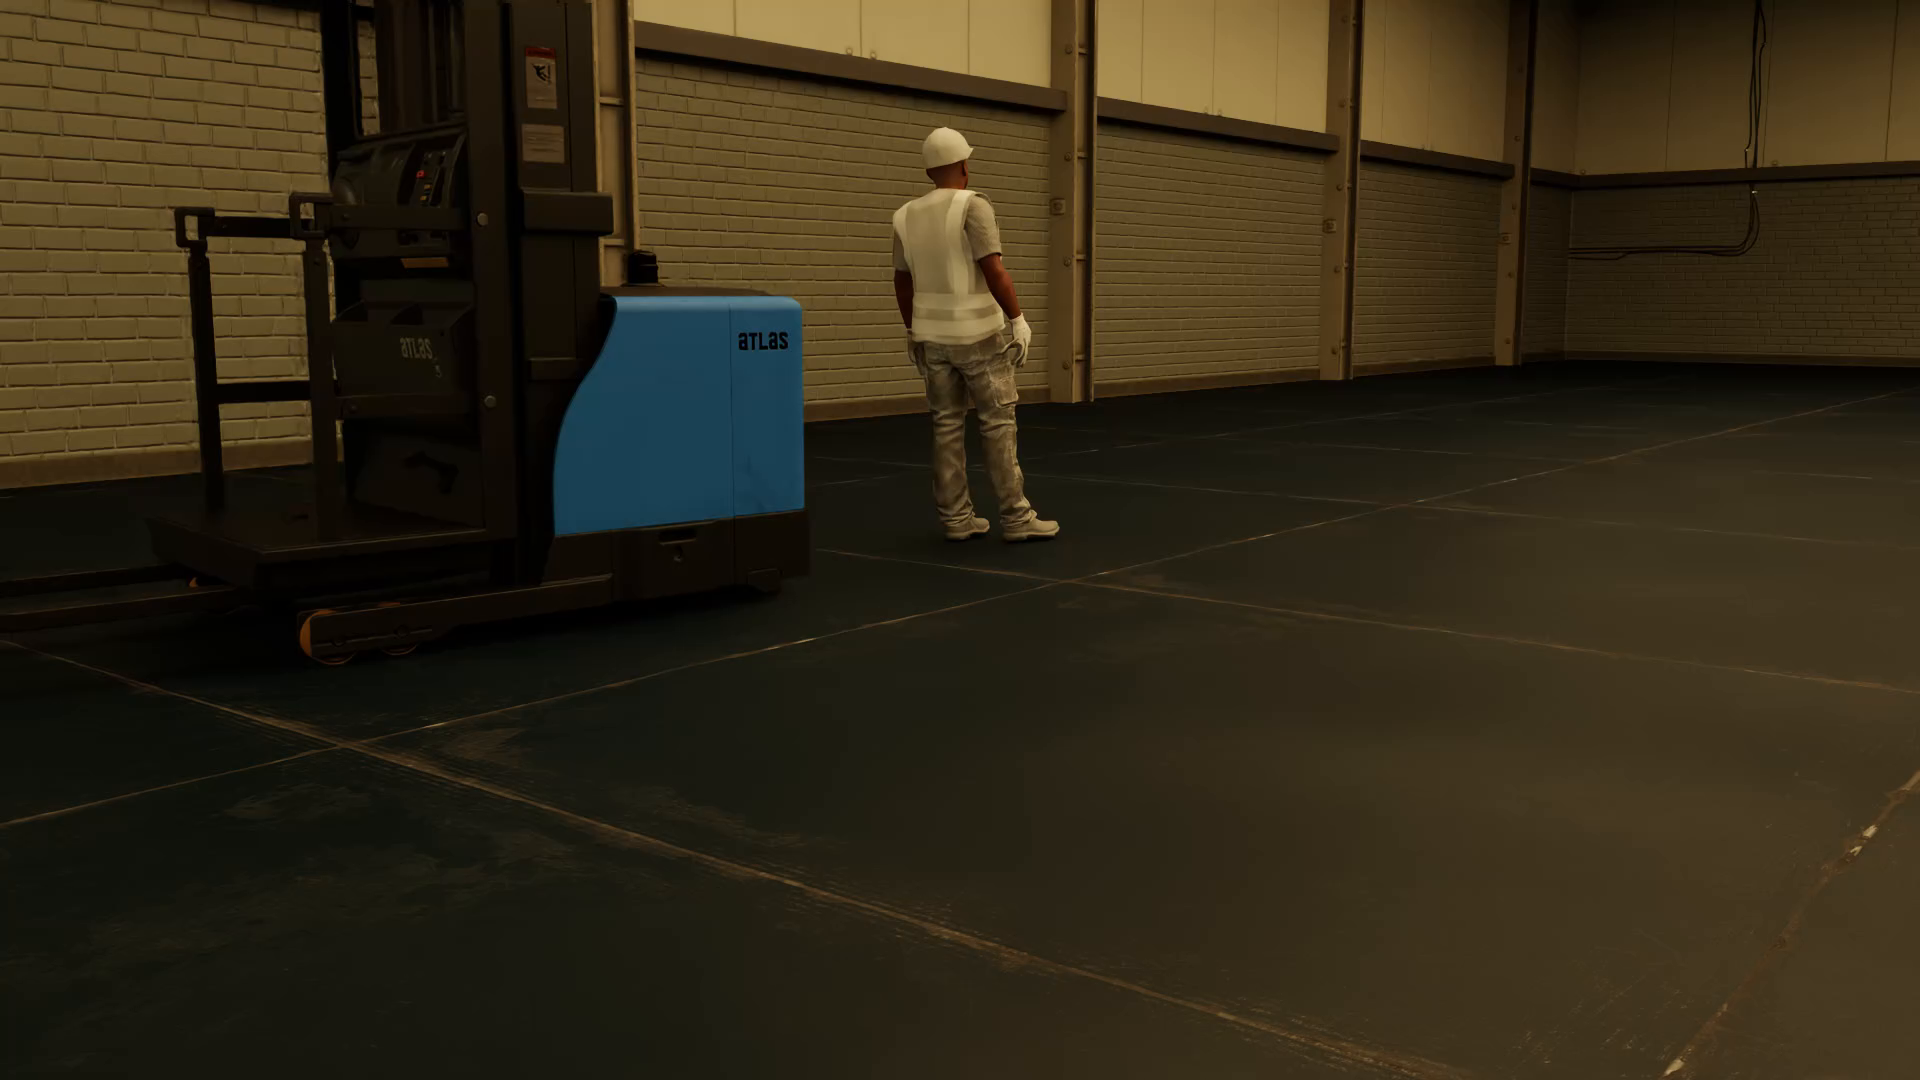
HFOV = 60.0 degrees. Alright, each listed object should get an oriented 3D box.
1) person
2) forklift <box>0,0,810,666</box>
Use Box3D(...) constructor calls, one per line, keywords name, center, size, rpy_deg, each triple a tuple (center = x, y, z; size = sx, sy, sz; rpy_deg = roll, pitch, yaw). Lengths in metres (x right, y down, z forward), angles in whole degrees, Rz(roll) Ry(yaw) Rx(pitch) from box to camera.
Box3D(name="person", center=(0.052, -0.897, 7.325), size=(0.657, 1.785, 0.575), rpy_deg=(7, 11, 38))
Box3D(name="forklift", center=(-1.980, -1.166, 5.250), size=(3.031, 2.935, 1.130), rpy_deg=(-7, 11, -42))
